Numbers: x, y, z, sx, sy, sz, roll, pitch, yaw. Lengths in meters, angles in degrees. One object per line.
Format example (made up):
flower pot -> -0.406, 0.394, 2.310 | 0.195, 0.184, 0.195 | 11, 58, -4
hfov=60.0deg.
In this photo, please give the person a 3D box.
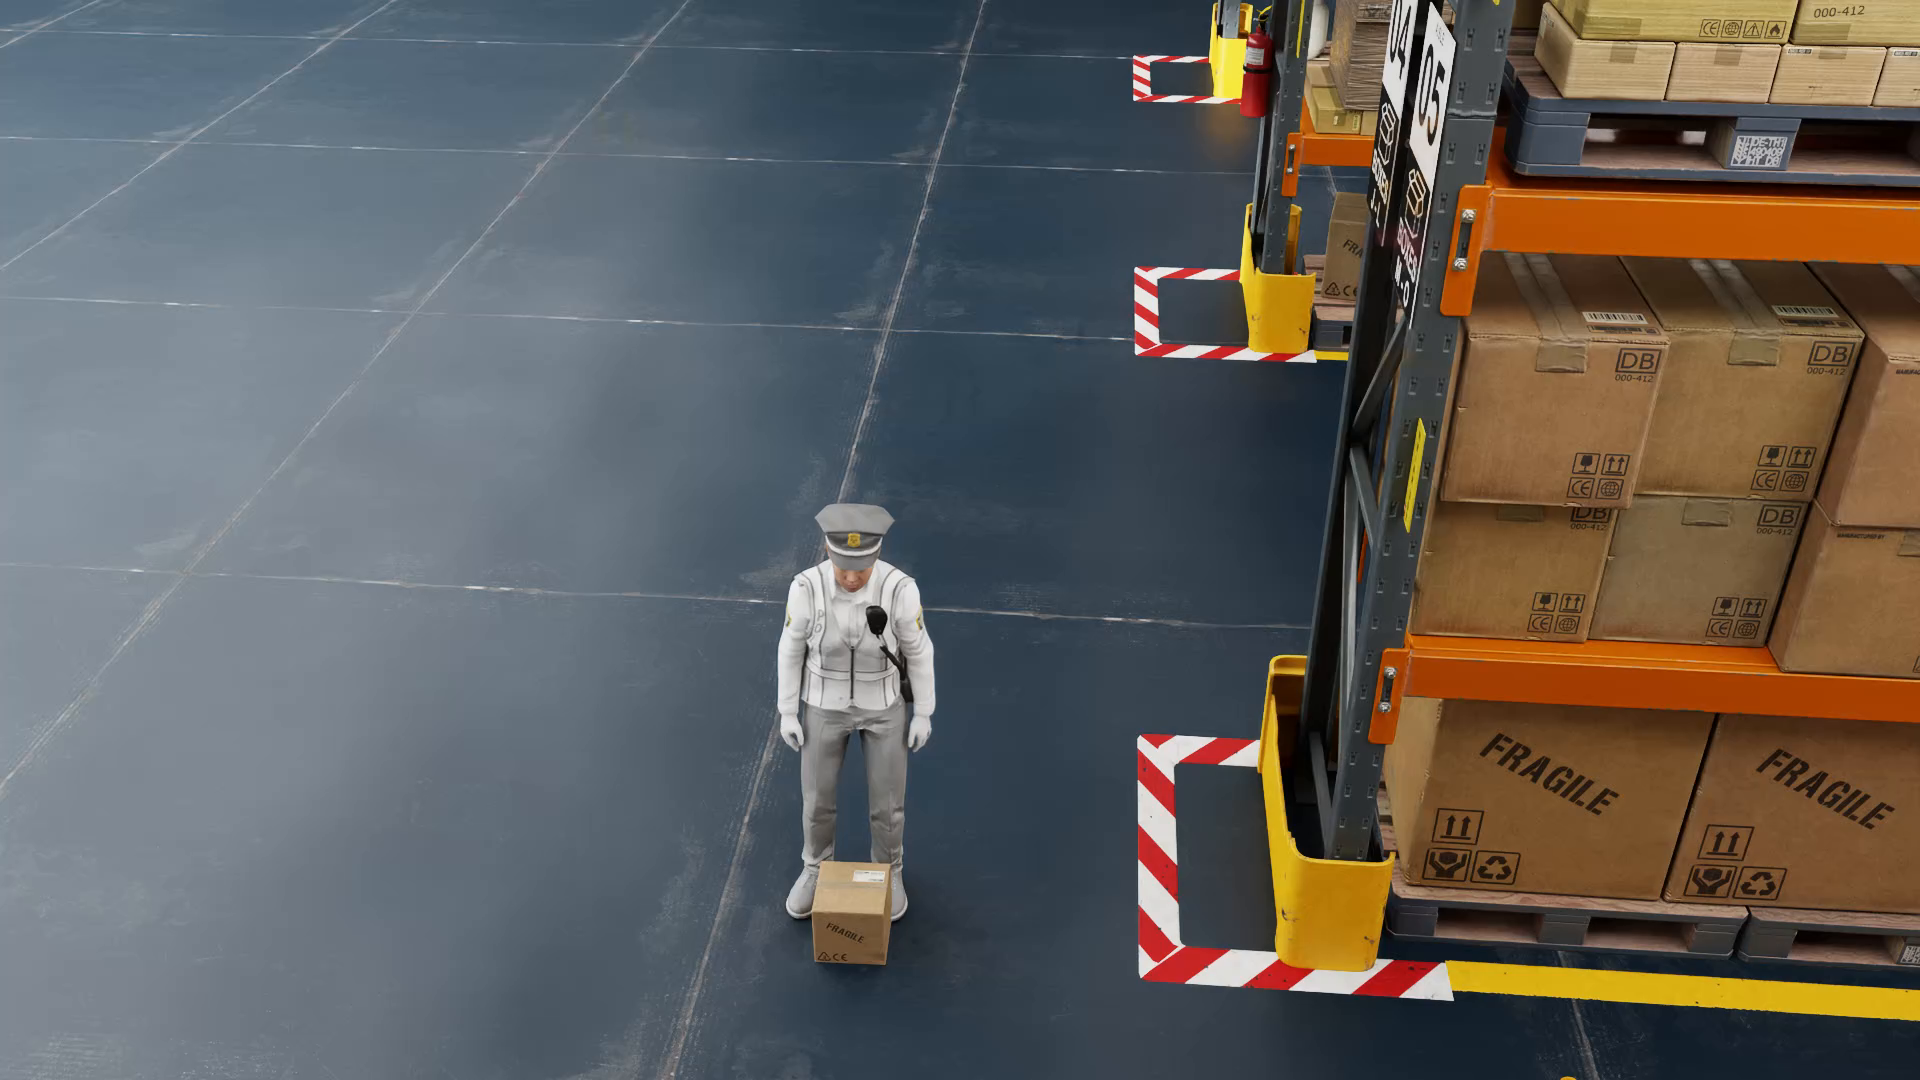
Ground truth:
person -> -0.357, 0.589, 5.695 | 0.547, 1.665, 0.373 | 1, 32, 1
